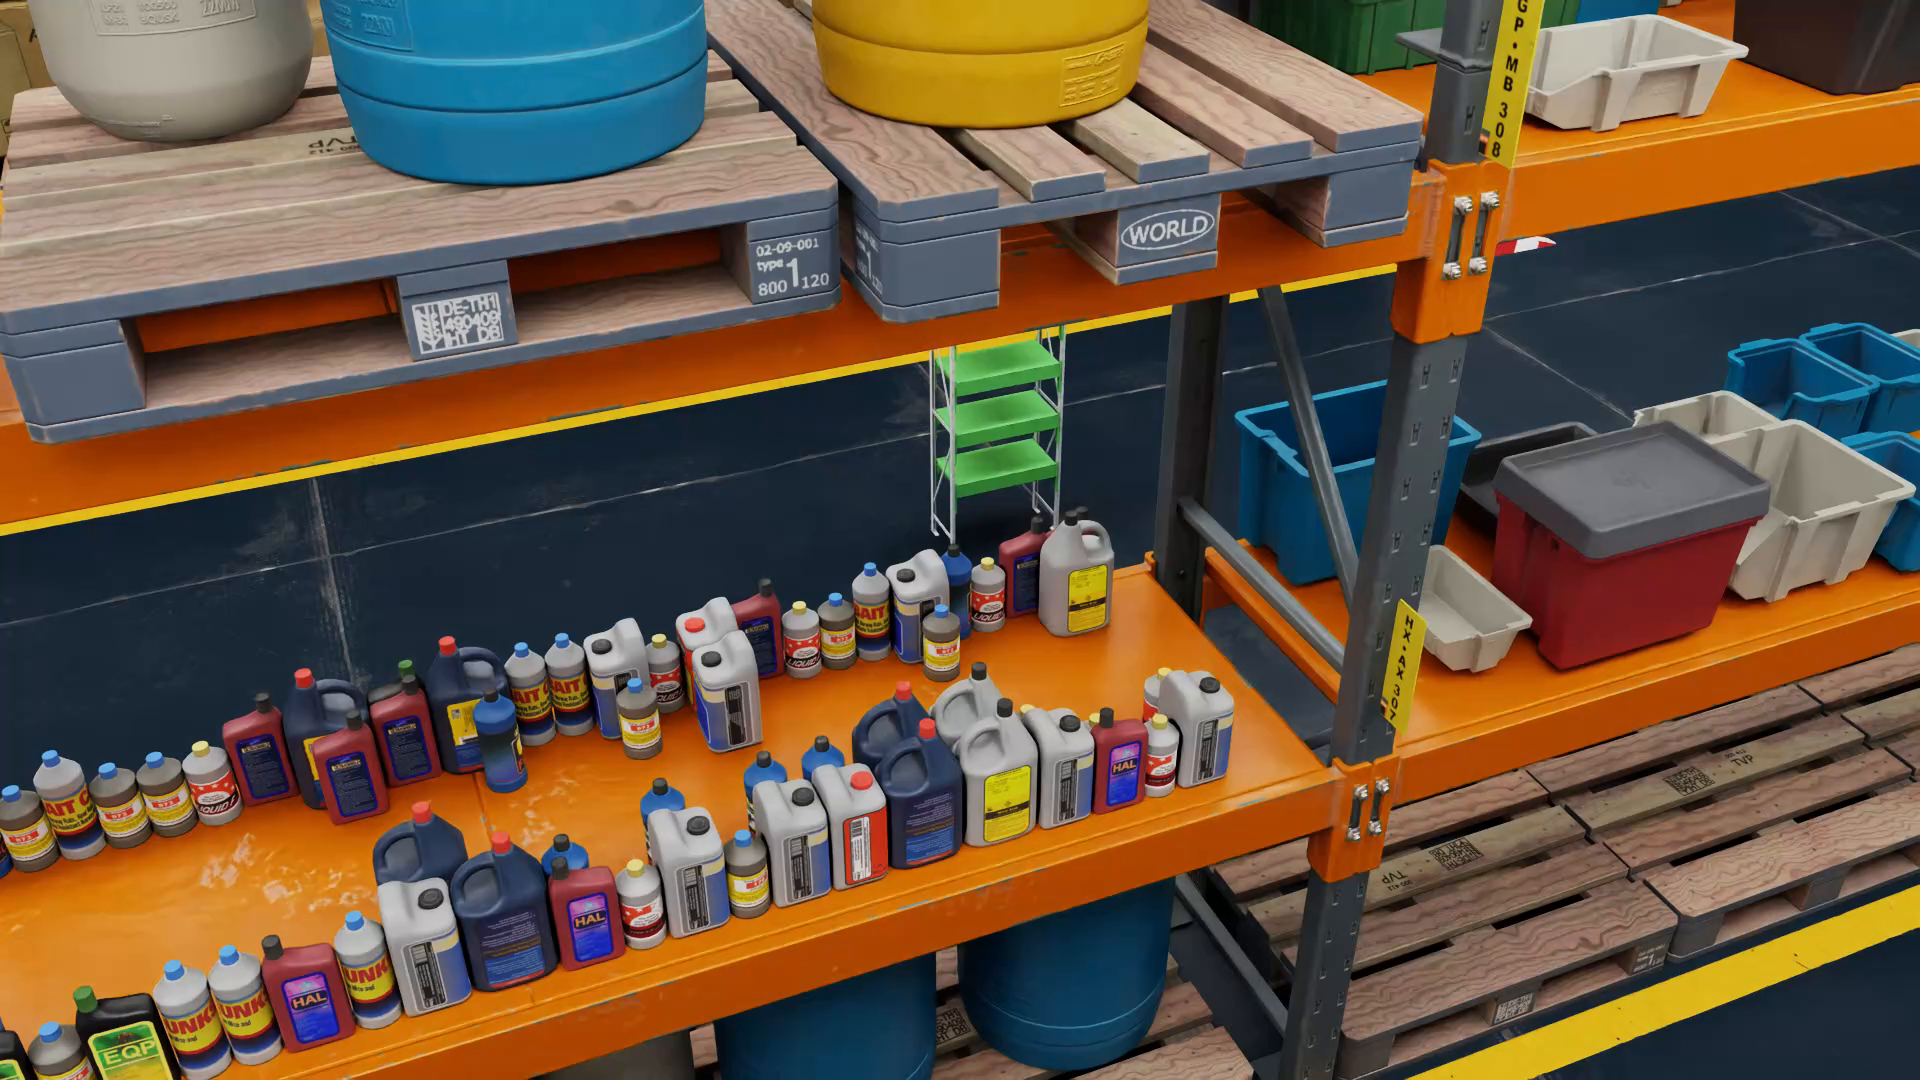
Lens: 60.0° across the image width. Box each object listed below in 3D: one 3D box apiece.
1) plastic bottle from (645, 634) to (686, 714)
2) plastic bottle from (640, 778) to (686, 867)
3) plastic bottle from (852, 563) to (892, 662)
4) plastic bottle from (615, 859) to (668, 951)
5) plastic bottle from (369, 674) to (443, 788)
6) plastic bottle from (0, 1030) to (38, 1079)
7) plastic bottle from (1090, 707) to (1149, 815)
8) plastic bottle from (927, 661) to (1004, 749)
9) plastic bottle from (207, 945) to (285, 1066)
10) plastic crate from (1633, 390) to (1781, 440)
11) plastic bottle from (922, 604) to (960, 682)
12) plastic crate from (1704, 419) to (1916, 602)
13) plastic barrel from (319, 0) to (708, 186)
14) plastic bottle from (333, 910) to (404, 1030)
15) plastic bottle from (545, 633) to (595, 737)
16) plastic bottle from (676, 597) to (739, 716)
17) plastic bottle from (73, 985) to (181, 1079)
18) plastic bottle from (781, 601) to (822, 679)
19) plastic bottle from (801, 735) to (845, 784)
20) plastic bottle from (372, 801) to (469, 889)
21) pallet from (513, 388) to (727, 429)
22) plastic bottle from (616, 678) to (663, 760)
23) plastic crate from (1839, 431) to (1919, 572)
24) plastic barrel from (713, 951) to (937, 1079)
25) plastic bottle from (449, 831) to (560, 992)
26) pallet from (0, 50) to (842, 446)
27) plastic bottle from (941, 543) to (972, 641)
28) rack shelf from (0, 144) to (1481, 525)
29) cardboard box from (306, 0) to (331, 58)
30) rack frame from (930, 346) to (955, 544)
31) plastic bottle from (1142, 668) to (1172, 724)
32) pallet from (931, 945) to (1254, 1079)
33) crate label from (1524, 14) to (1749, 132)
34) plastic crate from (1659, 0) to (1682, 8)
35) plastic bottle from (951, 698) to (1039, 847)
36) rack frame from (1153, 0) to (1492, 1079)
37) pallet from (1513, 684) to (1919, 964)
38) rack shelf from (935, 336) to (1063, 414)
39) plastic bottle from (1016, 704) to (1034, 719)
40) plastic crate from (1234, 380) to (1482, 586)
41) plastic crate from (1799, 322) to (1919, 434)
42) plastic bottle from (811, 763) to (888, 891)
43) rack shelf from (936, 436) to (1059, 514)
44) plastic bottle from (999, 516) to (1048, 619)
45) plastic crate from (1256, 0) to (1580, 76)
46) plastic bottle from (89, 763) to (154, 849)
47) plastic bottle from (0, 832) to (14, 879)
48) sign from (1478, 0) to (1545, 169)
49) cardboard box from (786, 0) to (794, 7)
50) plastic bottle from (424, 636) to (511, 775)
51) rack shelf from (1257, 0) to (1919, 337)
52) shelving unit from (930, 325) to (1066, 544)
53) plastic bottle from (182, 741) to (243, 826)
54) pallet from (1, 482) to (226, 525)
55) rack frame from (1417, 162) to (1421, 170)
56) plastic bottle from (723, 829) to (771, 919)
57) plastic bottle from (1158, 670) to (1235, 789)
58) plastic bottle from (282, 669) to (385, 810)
[{"bbox_3d":[-0.747,0.328,4.178,0.097,0.201,0.097,0,33,0],"label":"plastic bottle"},{"bbox_3d":[-0.645,0.634,3.643,0.097,0.271,0.097,0,33,0],"label":"plastic bottle"},{"bbox_3d":[-0.230,0.180,4.341,0.097,0.271,0.097,0,33,0],"label":"plastic bottle"},{"bbox_3d":[-0.676,0.760,3.513,0.097,0.201,0.097,0,33,0],"label":"plastic bottle"},{"bbox_3d":[-1.311,0.448,3.919,0.133,0.283,0.061,-13,35,-19],"label":"plastic bottle"},{"bbox_3d":[-1.797,0.994,3.080,0.133,0.283,0.061,-13,35,-19],"label":"plastic bottle"},{"bbox_3d":[0.365,0.498,3.841,0.133,0.283,0.061,-13,35,-19],"label":"plastic bottle"},{"bbox_3d":[0.022,0.439,3.871,0.185,0.351,0.144,-13,35,-19],"label":"plastic bottle"},{"bbox_3d":[-1.396,0.896,3.241,0.097,0.271,0.097,0,33,0],"label":"plastic bottle"},{"bbox_3d":[2.288,-0.301,5.150,0.466,0.136,0.293,-13,35,-19],"label":"plastic crate"},{"bbox_3d":[-0.047,0.257,4.286,0.097,0.201,0.097,0,33,0],"label":"plastic bottle"},{"bbox_3d":[2.278,-0.073,4.666,0.530,0.282,0.437,-13,35,-19],"label":"plastic crate"},{"bbox_3d":[-0.716,-1.074,2.556,0.708,0.901,0.600,-13,35,-19],"label":"plastic barrel"},{"bbox_3d":[-1.183,0.847,3.316,0.097,0.271,0.097,0,33,0],"label":"plastic bottle"},{"bbox_3d":[-0.961,0.347,4.084,0.097,0.271,0.097,0,33,0],"label":"plastic bottle"},{"bbox_3d":[-0.629,0.286,4.174,0.135,0.276,0.152,-13,35,-19],"label":"plastic bottle"},{"bbox_3d":[-1.585,0.945,3.155,0.133,0.283,0.061,-13,35,-19],"label":"plastic bottle"},{"bbox_3d":[-0.410,0.250,4.297,0.097,0.201,0.097,0,33,0],"label":"plastic bottle"},{"bbox_3d":[-0.307,0.556,3.762,0.097,0.271,0.097,0,33,0],"label":"plastic bottle"},{"bbox_3d":[-1.121,0.696,3.476,0.185,0.351,0.144,-13,35,-19],"label":"plastic bottle"},{"bbox_3d":[-1.851,-1.000,8.594,1.213,0.211,1.003,-13,35,-19],"label":"pallet"},{"bbox_3d":[-0.778,0.425,4.029,0.097,0.201,0.097,0,33,0],"label":"plastic bottle"},{"bbox_3d":[2.693,-0.105,4.760,0.300,0.233,0.416,-13,35,-19],"label":"plastic crate"},{"bbox_3d":[-0.362,1.091,4.361,0.708,0.901,0.600,-13,35,-19],"label":"plastic barrel"},{"bbox_3d":[-0.938,0.744,3.402,0.185,0.351,0.144,-13,35,-19],"label":"plastic bottle"},{"bbox_3d":[-0.931,-0.591,2.830,1.213,0.211,1.003,-13,35,-19],"label":"pallet"},{"bbox_3d":[-0.017,0.131,4.416,0.097,0.271,0.097,0,33,0],"label":"plastic bottle"},{"bbox_3d":[-1.045,-0.402,3.026,4.000,0.370,1.077,-13,35,-19],"label":"rack shelf"},{"bbox_3d":[-2.720,-2.174,7.363,0.500,0.500,0.700,-23,39,-31],"label":"cardboard box"},{"bbox_3d":[-0.072,-0.486,6.897,0.015,1.200,0.240,-13,35,-19],"label":"rack frame"},{"bbox_3d":[0.495,0.402,4.064,0.097,0.201,0.097,0,33,0],"label":"plastic bottle"},{"bbox_3d":[0.071,1.443,4.839,1.213,0.211,1.003,-13,35,-19],"label":"pallet"},{"bbox_3d":[1.362,-0.973,3.486,0.466,0.136,0.293,-13,35,-19],"label":"crate label"},{"bbox_3d":[1.824,-1.475,4.258,0.466,0.136,0.293,-13,35,-19],"label":"plastic crate"},{"bbox_3d":[0.078,0.511,3.759,0.185,0.351,0.144,-13,35,-19],"label":"plastic bottle"},{"bbox_3d":[0.799,0.132,4.297,0.127,3.000,1.000,-13,35,-19],"label":"rack frame"},{"bbox_3d":[2.588,0.866,5.725,1.213,0.211,1.003,-13,35,-19],"label":"pallet"},{"bbox_3d":[0.153,-0.685,6.880,0.480,0.148,0.258,-13,35,-19],"label":"rack shelf"},{"bbox_3d":[0.158,0.479,3.945,0.097,0.201,0.097,0,33,0],"label":"plastic bottle"},{"bbox_3d":[1.097,-0.157,4.700,0.575,0.384,0.392,-13,35,-19],"label":"plastic crate"},{"bbox_3d":[2.918,-0.503,5.371,0.300,0.233,0.416,-13,35,-19],"label":"plastic crate"},{"bbox_3d":[-0.241,0.613,3.671,0.135,0.276,0.152,-13,35,-19],"label":"plastic bottle"},{"bbox_3d":[0.153,-0.283,7.142,0.480,0.148,0.258,-13,35,-19],"label":"rack shelf"},{"bbox_3d":[0.172,0.072,4.496,0.133,0.283,0.061,-13,35,-19],"label":"plastic bottle"},{"bbox_3d":[1.072,-1.278,3.908,0.662,0.188,0.450,-13,35,-19],"label":"plastic crate"},{"bbox_3d":[-1.907,0.593,3.770,0.097,0.201,0.097,0,33,0],"label":"plastic bottle"},{"bbox_3d":[-2.176,0.625,3.656,0.097,0.271,0.097,0,33,0],"label":"plastic bottle"},{"bbox_3d":[1.010,-0.852,3.051,0.005,0.325,0.100,-13,35,-19],"label":"sign"},{"bbox_3d":[-0.572,-2.779,7.762,0.500,0.500,0.500,-12,35,-18],"label":"cardboard box"},{"bbox_3d":[-1.171,0.376,3.967,0.185,0.351,0.144,-13,35,-19],"label":"plastic bottle"},{"bbox_3d":[2.643,-1.246,4.324,4.000,0.370,1.077,-13,35,-19],"label":"rack shelf"},{"bbox_3d":[0.153,-0.538,6.976,0.503,1.200,0.258,-13,35,-19],"label":"shelving unit"},{"bbox_3d":[-1.727,0.552,3.833,0.097,0.201,0.097,0,33,0],"label":"plastic bottle"},{"bbox_3d":[-4.100,-0.485,7.802,1.213,0.211,1.003,-13,35,-19],"label":"pallet"},{"bbox_3d":[2.573,-3.204,9.424,0.127,3.000,1.000,-13,35,-19],"label":"rack frame"},{"bbox_3d":[-0.462,0.711,3.589,0.097,0.201,0.097,0,33,0],"label":"plastic bottle"},{"bbox_3d":[0.560,0.430,3.953,0.135,0.276,0.152,-13,35,-19],"label":"plastic bottle"},{"bbox_3d":[-1.465,0.443,3.864,0.185,0.351,0.144,-13,35,-19],"label":"plastic bottle"}]
